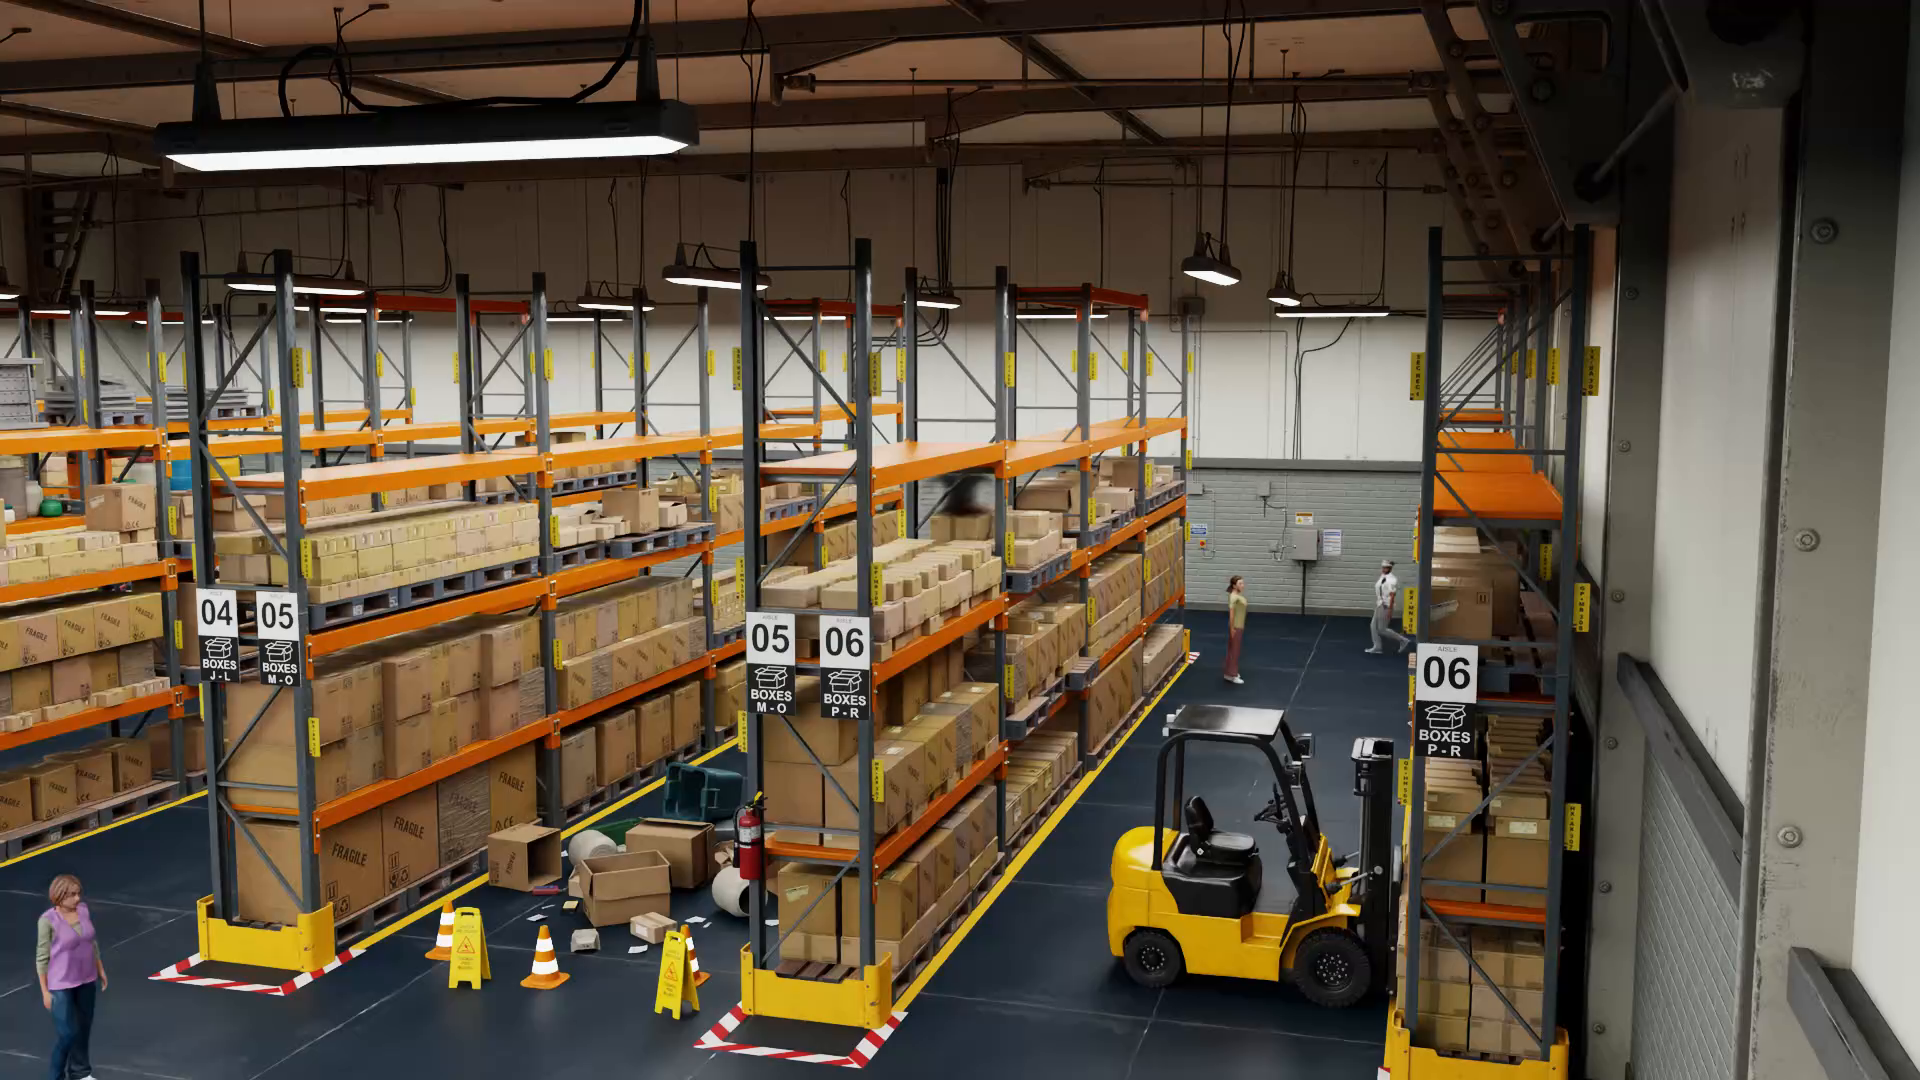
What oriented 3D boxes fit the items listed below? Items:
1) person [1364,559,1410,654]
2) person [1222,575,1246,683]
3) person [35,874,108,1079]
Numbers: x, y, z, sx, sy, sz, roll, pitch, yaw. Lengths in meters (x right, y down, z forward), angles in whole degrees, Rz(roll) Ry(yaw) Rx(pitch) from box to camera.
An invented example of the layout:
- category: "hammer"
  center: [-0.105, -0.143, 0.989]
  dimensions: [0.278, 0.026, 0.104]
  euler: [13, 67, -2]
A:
- category: "person"
  center: [7.341, 1.144, 28.530]
  dimensions: [0.742, 1.636, 0.479]
  euler: [1, 7, 12]
- category: "person"
  center: [4.342, 1.402, 26.305]
  dimensions: [0.359, 1.698, 0.501]
  euler: [1, 7, 10]
- category: "person"
  center: [-6.183, 3.123, 11.571]
  dimensions: [0.327, 1.574, 0.466]
  euler: [3, 7, 24]
